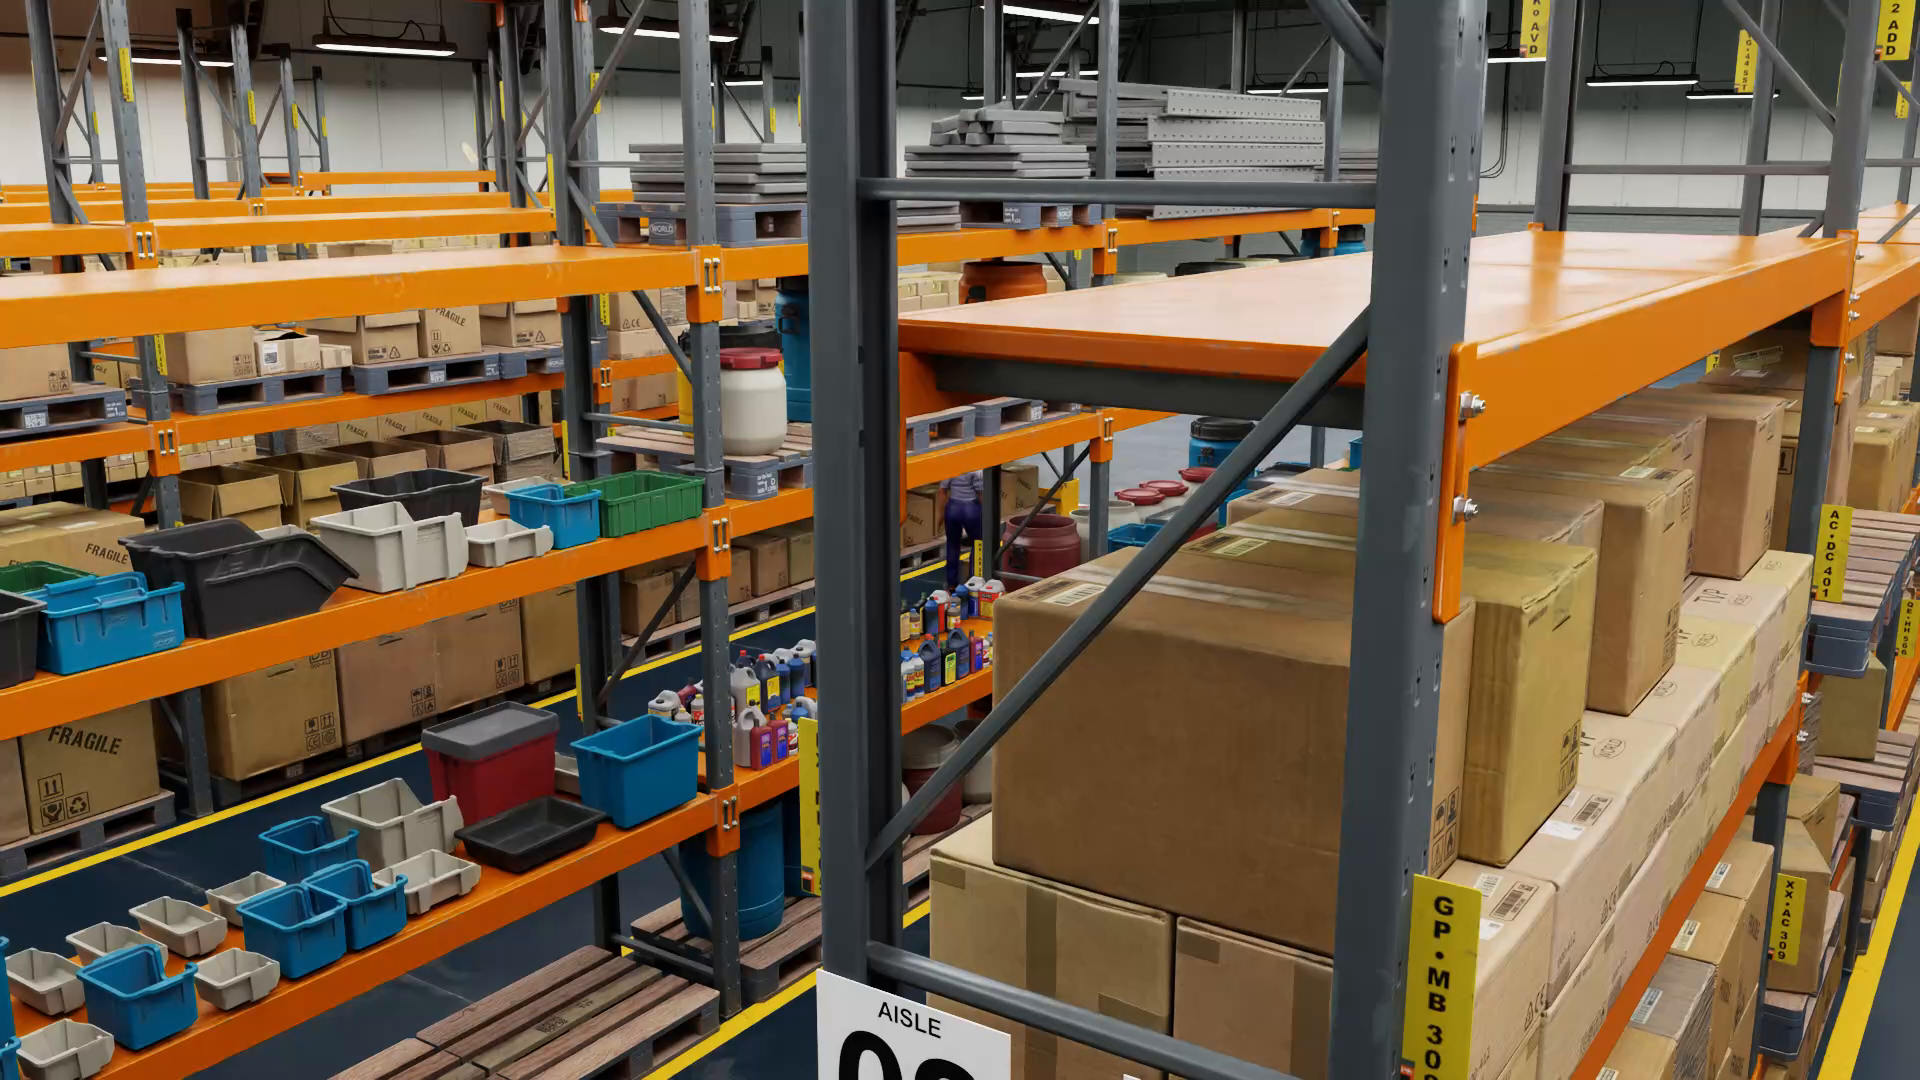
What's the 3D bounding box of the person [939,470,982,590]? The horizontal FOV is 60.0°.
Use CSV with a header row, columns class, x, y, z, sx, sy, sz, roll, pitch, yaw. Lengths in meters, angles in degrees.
class,x,y,z,sx,sy,sz,roll,pitch,yaw
person,0.047,-0.257,17.560,0.527,1.659,0.421,4,14,18
